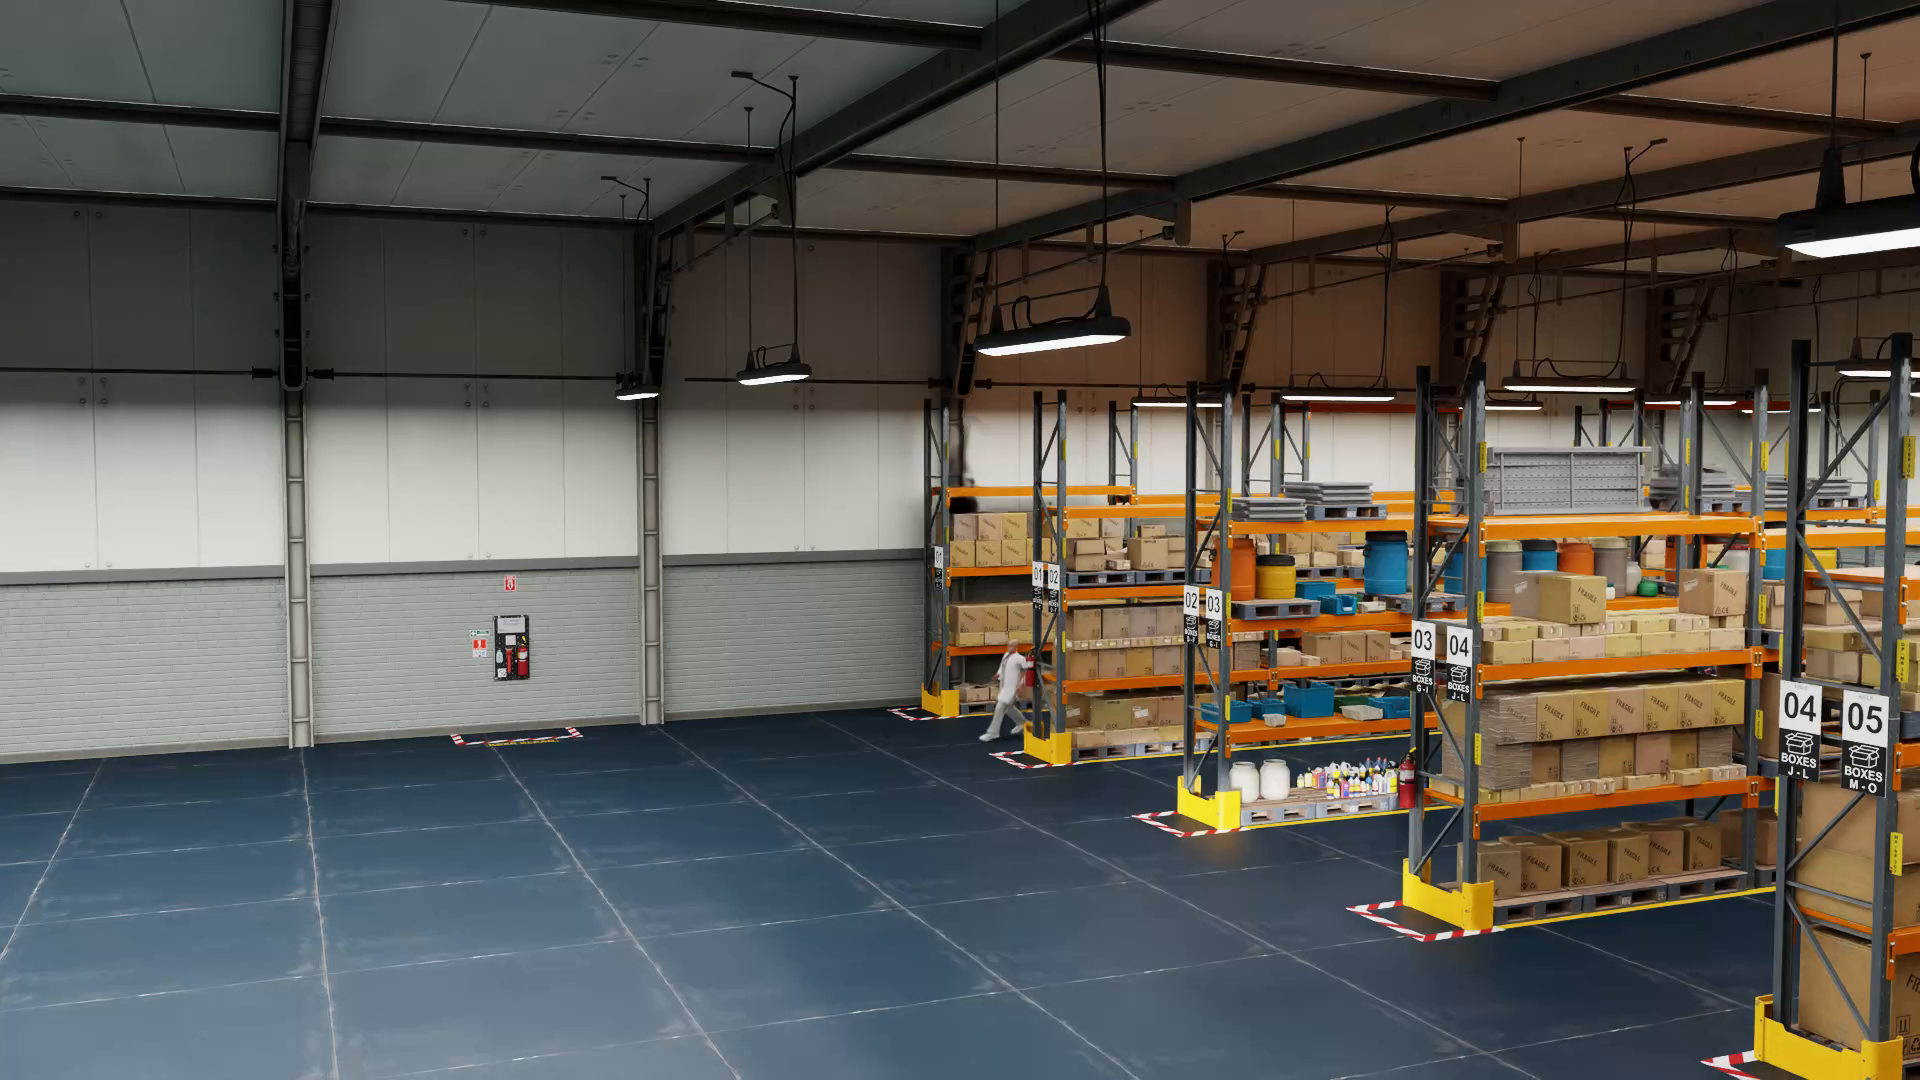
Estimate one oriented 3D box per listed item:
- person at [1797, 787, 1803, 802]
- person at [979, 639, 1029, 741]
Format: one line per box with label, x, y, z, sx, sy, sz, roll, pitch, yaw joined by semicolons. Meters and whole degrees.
person;11.315;2.983;22.491;0.661;1.730;0.714;-1;4;-17
person;0.854;2.582;28.751;1.036;1.762;0.765;-2;4;-26
